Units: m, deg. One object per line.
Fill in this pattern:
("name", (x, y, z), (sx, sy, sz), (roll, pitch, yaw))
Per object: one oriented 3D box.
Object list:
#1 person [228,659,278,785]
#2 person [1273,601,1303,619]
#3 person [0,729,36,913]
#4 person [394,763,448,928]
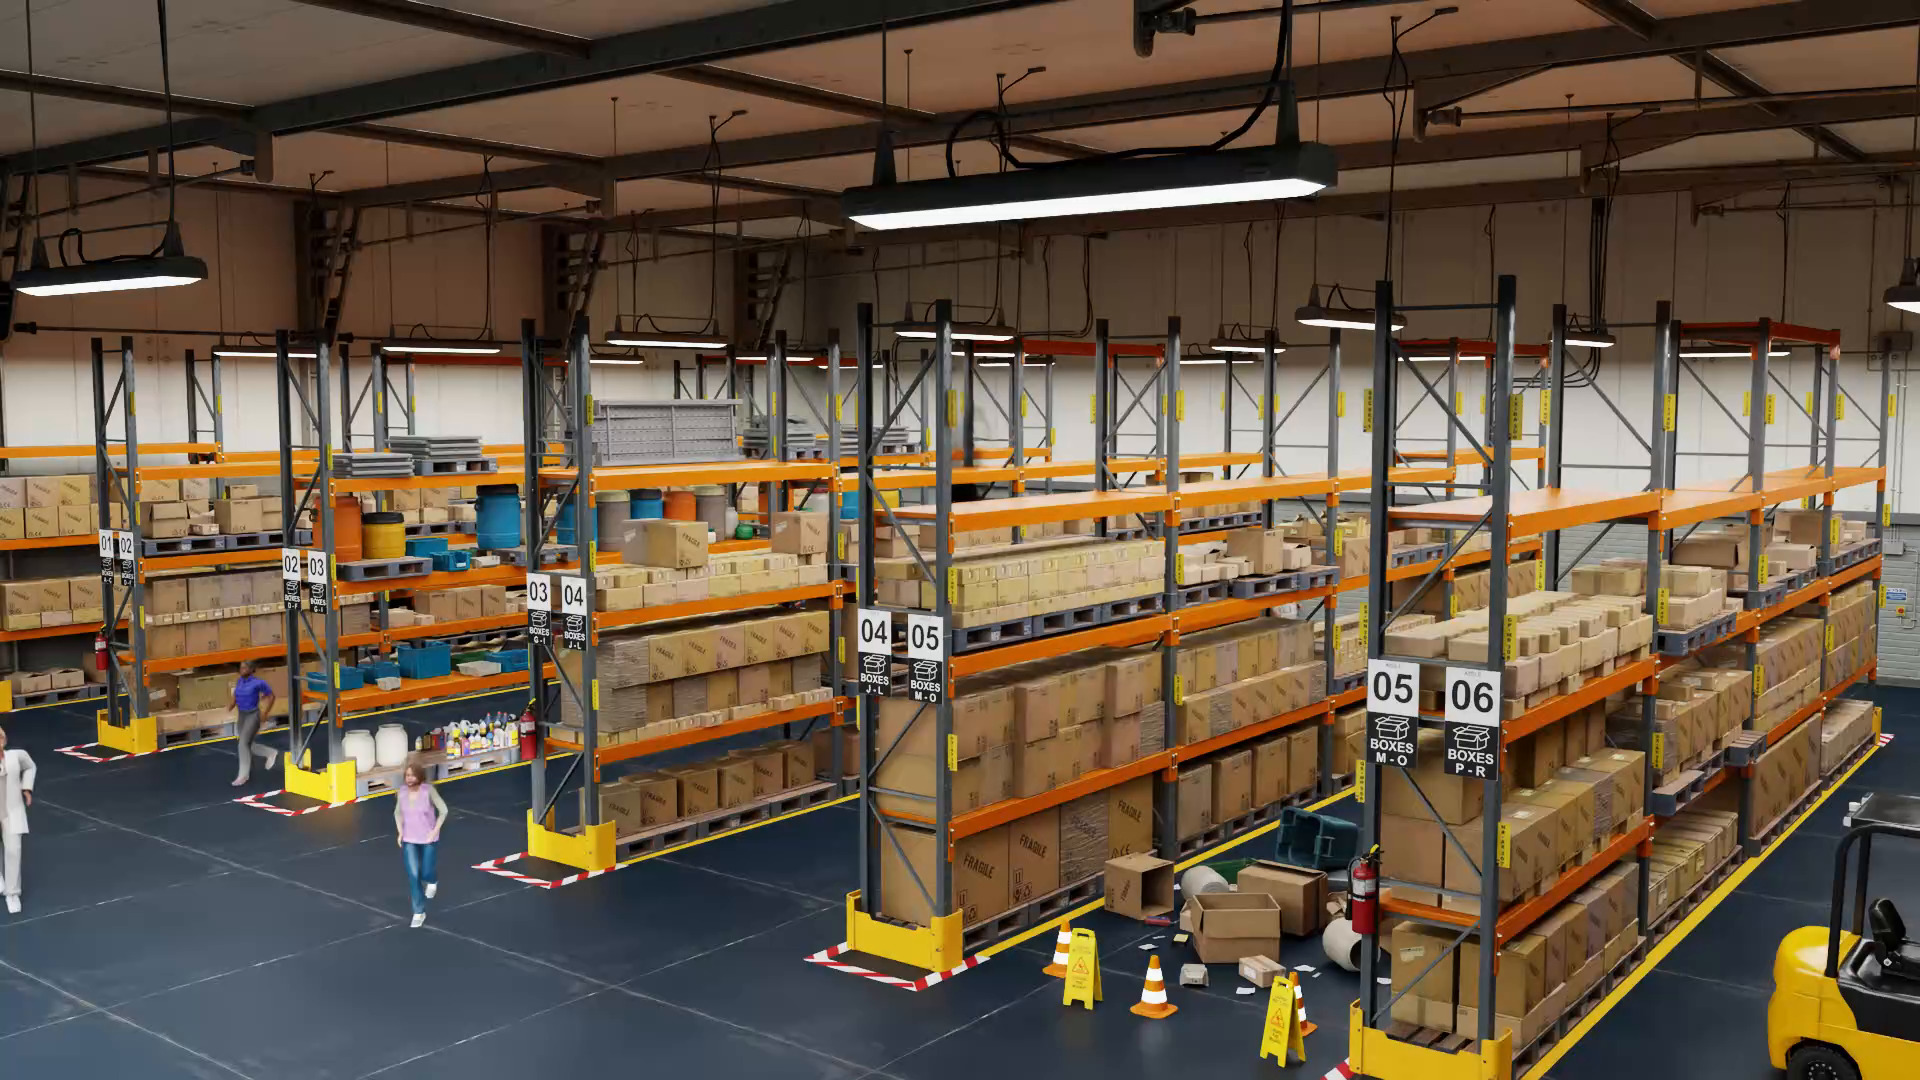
("person", (-9.526, 2.421, 22.371), (0.590, 1.657, 0.784), (3, 6, 30))
("person", (6.238, 1.543, 31.722), (0.666, 1.764, 0.647), (-2, 5, -22))
("person", (-9.700, 2.784, 16.803), (0.701, 1.784, 1.034), (-3, 6, -32))
("person", (-5.306, 2.959, 16.425), (0.529, 1.590, 0.687), (0, 5, -3))
